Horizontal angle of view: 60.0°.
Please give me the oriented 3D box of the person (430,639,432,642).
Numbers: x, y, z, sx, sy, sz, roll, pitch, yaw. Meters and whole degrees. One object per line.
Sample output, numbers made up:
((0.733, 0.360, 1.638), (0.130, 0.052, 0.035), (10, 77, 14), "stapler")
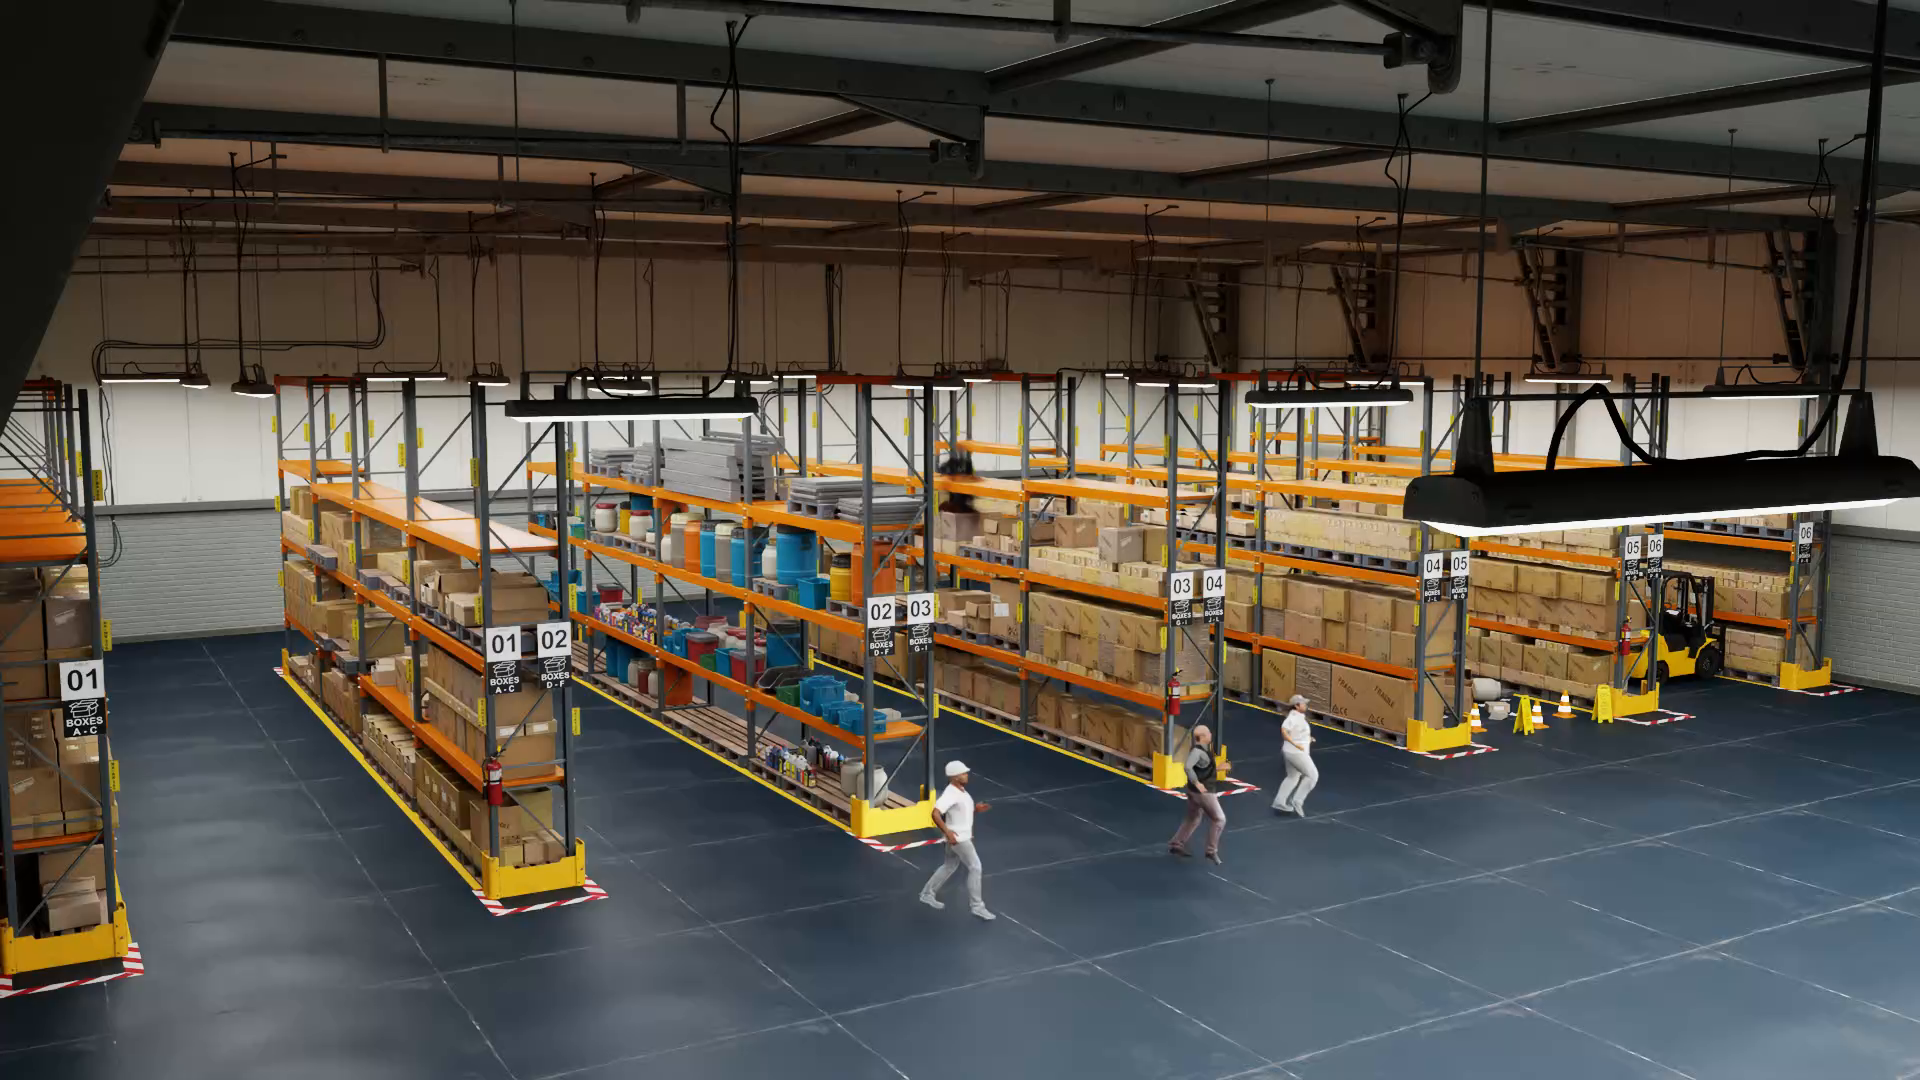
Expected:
((-10.022, 1.984, 32.434), (0.577, 1.592, 0.714), (-6, 9, -43), "person")

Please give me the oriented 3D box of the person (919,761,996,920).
((-0.027, 3.384, 18.798), (0.876, 1.800, 0.686), (0, 6, -1), "person")

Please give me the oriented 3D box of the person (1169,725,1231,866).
((3.023, 3.206, 20.871), (0.779, 1.783, 0.638), (0, 6, -1), "person")

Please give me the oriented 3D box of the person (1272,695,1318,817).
((4.673, 3.000, 23.171), (0.619, 1.683, 0.634), (1, 6, 8), "person")
